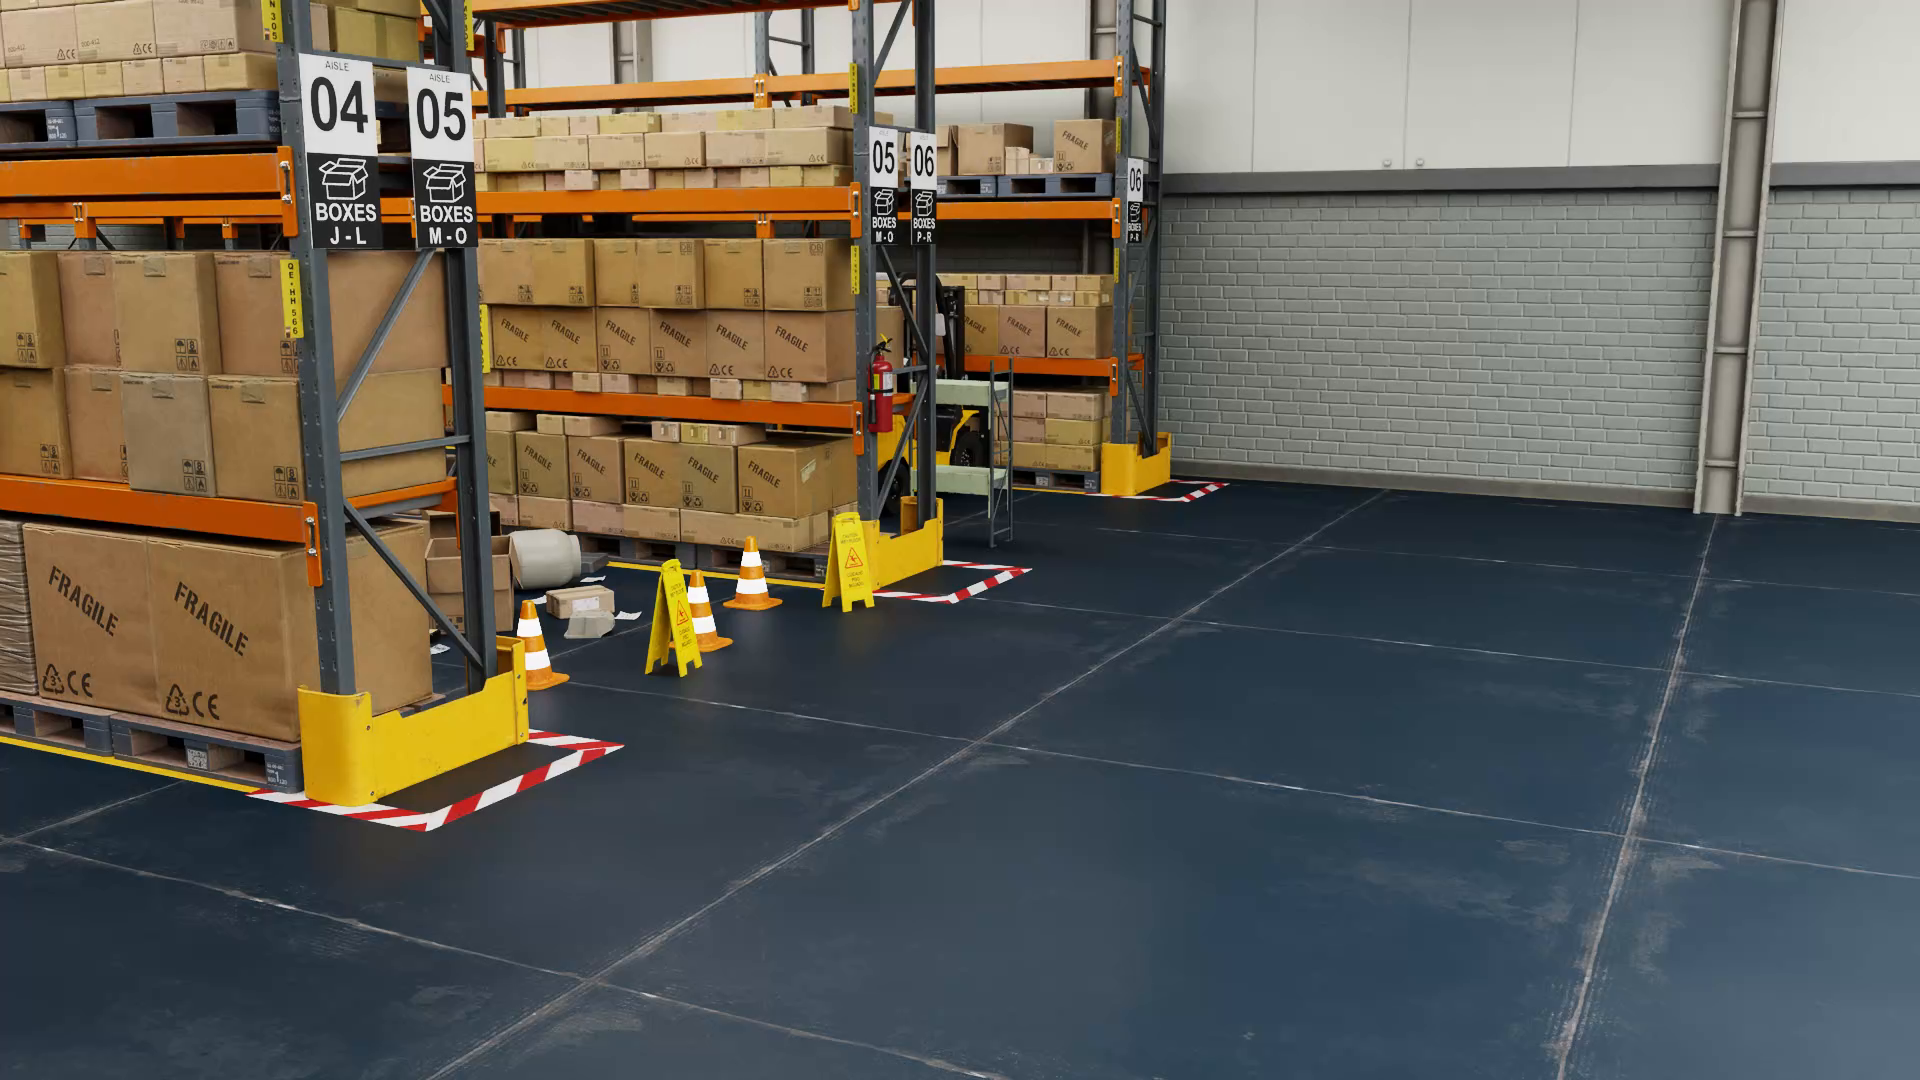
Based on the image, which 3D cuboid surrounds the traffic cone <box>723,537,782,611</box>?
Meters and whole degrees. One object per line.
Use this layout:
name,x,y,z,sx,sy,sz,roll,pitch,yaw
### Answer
traffic cone,-1.409,0.209,11.273,0.334,0.463,0.336,5,11,26

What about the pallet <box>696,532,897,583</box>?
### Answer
pallet,-1.234,0.086,12.665,1.213,0.211,1.003,5,11,26

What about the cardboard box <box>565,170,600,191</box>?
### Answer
cardboard box,-2.752,-2.699,12.505,0.250,0.149,0.380,5,11,25

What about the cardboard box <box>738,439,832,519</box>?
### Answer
cardboard box,-1.287,-0.455,12.258,0.500,0.500,0.500,5,11,26

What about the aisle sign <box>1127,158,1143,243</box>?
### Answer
aisle sign,1.669,-3.231,15.861,0.004,0.787,0.394,5,11,26

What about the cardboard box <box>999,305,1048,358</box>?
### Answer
cardboard box,0.721,-2.092,16.588,0.500,0.500,0.500,5,12,28

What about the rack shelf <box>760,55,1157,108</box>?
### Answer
rack shelf,-0.054,-4.563,16.817,4.000,0.370,1.077,5,11,26

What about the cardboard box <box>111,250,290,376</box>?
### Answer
cardboard box,-3.402,-1.082,7.831,0.550,0.550,0.875,5,11,26

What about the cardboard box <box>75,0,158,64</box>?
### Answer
cardboard box,-3.563,-2.250,7.445,0.500,0.250,0.500,5,11,26

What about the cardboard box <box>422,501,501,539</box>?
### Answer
cardboard box,-3.681,0.004,12.295,0.500,0.500,0.500,-4,11,-23

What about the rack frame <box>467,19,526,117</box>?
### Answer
rack frame,-5.434,-5.586,19.329,0.127,3.000,1.000,5,11,26

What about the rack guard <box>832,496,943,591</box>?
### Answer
rack guard,-0.521,0.013,12.254,0.348,0.500,1.175,5,11,26

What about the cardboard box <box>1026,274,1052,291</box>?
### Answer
cardboard box,0.844,-2.544,16.427,0.250,0.149,0.380,5,12,27

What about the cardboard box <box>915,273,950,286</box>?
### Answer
cardboard box,-0.271,-2.656,17.044,0.250,0.149,0.380,5,11,26

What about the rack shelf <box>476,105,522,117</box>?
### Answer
rack shelf,-7.228,-5.193,20.300,4.000,0.370,1.077,5,11,26

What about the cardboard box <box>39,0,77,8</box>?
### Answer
cardboard box,-3.914,-2.466,7.514,0.250,0.149,0.380,5,11,26

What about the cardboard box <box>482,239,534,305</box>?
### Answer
cardboard box,-3.293,-2.101,12.991,0.500,0.500,0.700,5,11,26

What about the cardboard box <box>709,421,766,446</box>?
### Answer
cardboard box,-1.646,-0.792,12.301,0.250,0.149,0.380,5,12,27

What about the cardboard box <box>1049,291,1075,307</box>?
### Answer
cardboard box,1.063,-2.370,16.303,0.250,0.149,0.380,5,12,27

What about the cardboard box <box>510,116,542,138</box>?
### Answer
cardboard box,-3.199,-3.131,12.651,0.250,0.149,0.380,5,11,25

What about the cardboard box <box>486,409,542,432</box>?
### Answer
cardboard box,-3.545,-0.959,13.221,0.250,0.149,0.380,5,11,27

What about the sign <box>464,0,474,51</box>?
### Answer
sign,-2.302,-2.446,7.722,0.005,0.325,0.100,5,11,26

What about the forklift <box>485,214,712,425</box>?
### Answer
forklift,-2.867,-1.693,14.857,3.031,2.935,1.130,5,11,27

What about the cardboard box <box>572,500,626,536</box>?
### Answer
cardboard box,-2.670,-0.209,13.001,0.500,0.250,0.500,5,11,25

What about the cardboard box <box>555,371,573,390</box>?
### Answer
cardboard box,-2.939,-1.258,12.963,0.250,0.149,0.380,5,11,26

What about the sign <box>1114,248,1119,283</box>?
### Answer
sign,1.487,-2.605,15.783,0.005,0.325,0.100,5,11,26

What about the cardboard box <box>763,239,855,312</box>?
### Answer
cardboard box,-1.008,-1.904,11.904,0.500,0.500,0.700,5,11,24

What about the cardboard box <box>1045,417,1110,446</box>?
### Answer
cardboard box,1.165,-1.092,16.479,0.500,0.250,0.500,5,11,25

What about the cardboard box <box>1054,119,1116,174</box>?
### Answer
cardboard box,1.235,-3.781,16.036,0.500,0.500,0.500,5,12,28

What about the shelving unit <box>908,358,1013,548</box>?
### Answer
shelving unit,0.006,-0.737,13.594,0.755,1.500,0.431,5,11,26

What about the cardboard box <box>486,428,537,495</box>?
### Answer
cardboard box,-3.630,-0.659,13.386,0.500,0.500,0.500,6,12,29

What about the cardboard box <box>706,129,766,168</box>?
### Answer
cardboard box,-1.476,-2.799,11.935,0.500,0.250,0.500,5,11,25

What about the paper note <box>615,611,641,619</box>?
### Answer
paper note,-2.181,0.493,10.918,0.142,0.019,0.148,1,10,6

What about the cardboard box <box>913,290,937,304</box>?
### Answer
cardboard box,-0.300,-2.495,16.994,0.250,0.149,0.380,5,11,25

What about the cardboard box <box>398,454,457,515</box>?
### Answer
cardboard box,-4.512,-0.481,14.163,0.625,0.372,0.950,5,11,27

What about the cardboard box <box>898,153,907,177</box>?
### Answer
cardboard box,-0.651,-3.819,16.906,0.258,0.266,0.396,5,11,24

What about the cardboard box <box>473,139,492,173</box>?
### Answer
cardboard box,-3.767,-2.996,13.027,0.500,0.250,0.500,5,11,25

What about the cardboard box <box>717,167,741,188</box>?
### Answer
cardboard box,-1.555,-2.618,12.057,0.250,0.149,0.380,5,11,26

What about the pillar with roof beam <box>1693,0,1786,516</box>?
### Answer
pillar with roof beam,4.990,-3.995,10.533,0.400,9.000,9.100,5,11,26

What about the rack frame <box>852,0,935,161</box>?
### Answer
rack frame,-0.453,-4.163,11.464,0.127,3.000,1.000,5,11,26

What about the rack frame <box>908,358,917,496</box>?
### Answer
rack frame,-0.322,-0.766,13.753,0.023,1.500,0.400,5,11,26

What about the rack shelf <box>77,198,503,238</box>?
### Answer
rack shelf,-5.834,-2.806,14.408,4.000,0.370,1.077,5,11,26

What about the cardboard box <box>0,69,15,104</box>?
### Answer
cardboard box,-4.368,-2.113,7.806,0.250,0.149,0.380,5,11,27

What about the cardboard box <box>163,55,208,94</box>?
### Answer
cardboard box,-3.226,-2.013,7.252,0.250,0.149,0.380,5,11,26

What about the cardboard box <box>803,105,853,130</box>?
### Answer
cardboard box,-0.887,-2.935,11.570,0.250,0.149,0.380,5,11,26

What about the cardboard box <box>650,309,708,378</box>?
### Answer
cardboard box,-1.956,-1.485,12.399,0.500,0.500,0.500,5,11,26

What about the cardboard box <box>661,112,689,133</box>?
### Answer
cardboard box,-1.982,-3.052,12.216,0.250,0.149,0.380,5,11,24

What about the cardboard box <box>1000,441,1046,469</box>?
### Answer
cardboard box,0.737,-0.885,16.739,0.500,0.250,0.500,5,11,26

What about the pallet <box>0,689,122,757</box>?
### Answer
pallet,-4.394,0.813,8.646,1.213,0.211,1.003,5,11,26

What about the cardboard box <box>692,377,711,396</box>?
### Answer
cardboard box,-1.791,-1.167,12.459,0.250,0.149,0.380,5,11,27

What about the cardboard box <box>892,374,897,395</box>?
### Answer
cardboard box,-0.666,-1.147,12.352,0.250,0.149,0.380,5,11,26

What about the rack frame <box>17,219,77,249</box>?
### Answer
rack frame,-12.609,-3.265,23.347,0.127,3.000,1.000,5,11,26

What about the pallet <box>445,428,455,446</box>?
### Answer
pallet,-6.087,-1.327,20.470,1.213,0.211,1.003,5,11,26

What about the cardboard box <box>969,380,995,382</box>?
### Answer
cardboard box,0.043,-1.539,17.546,0.500,0.250,0.500,5,11,25

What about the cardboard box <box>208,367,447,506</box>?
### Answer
cardboard box,-2.905,-0.508,7.695,0.550,0.550,0.875,5,11,26
